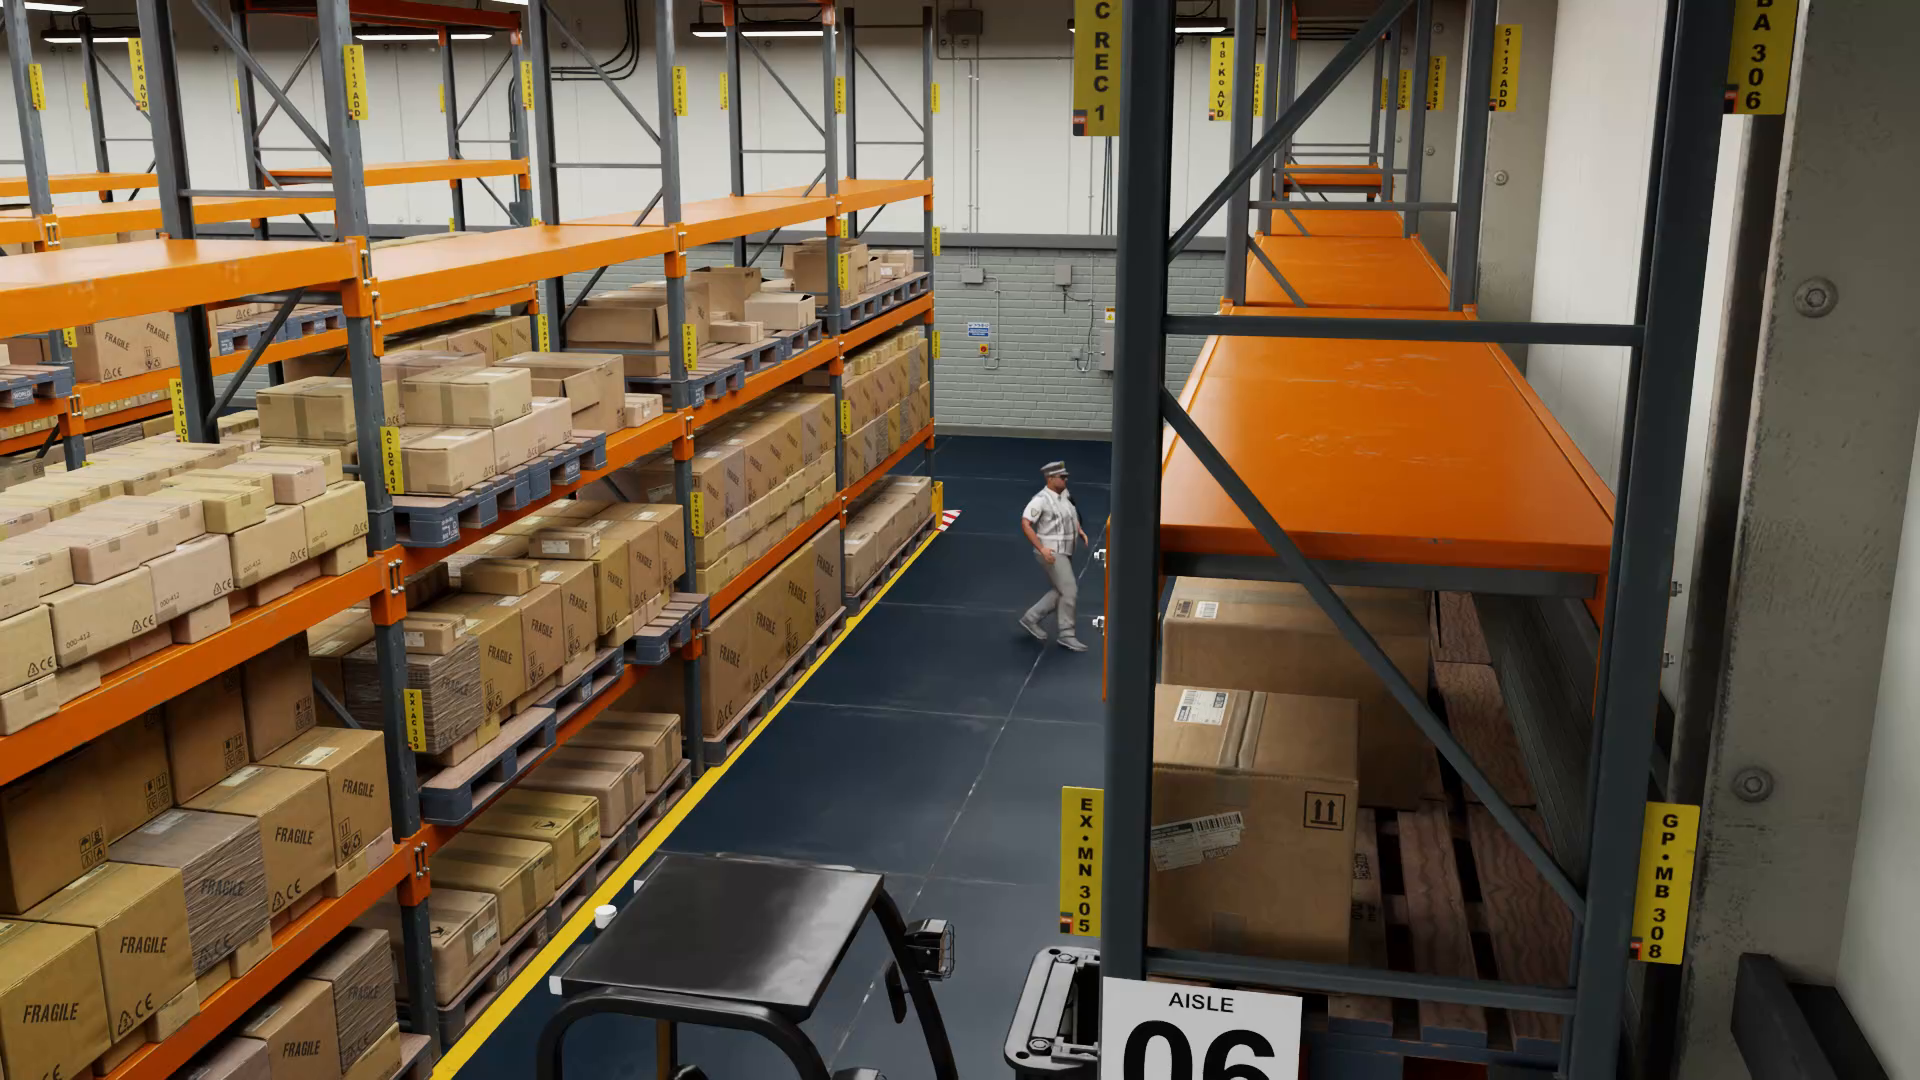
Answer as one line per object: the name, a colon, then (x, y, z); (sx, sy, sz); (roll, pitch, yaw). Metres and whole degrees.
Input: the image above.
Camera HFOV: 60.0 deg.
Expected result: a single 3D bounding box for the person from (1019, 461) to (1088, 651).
person: (0.971, 0.116, 15.640); (0.747, 1.741, 0.724); (8, 17, 29)
